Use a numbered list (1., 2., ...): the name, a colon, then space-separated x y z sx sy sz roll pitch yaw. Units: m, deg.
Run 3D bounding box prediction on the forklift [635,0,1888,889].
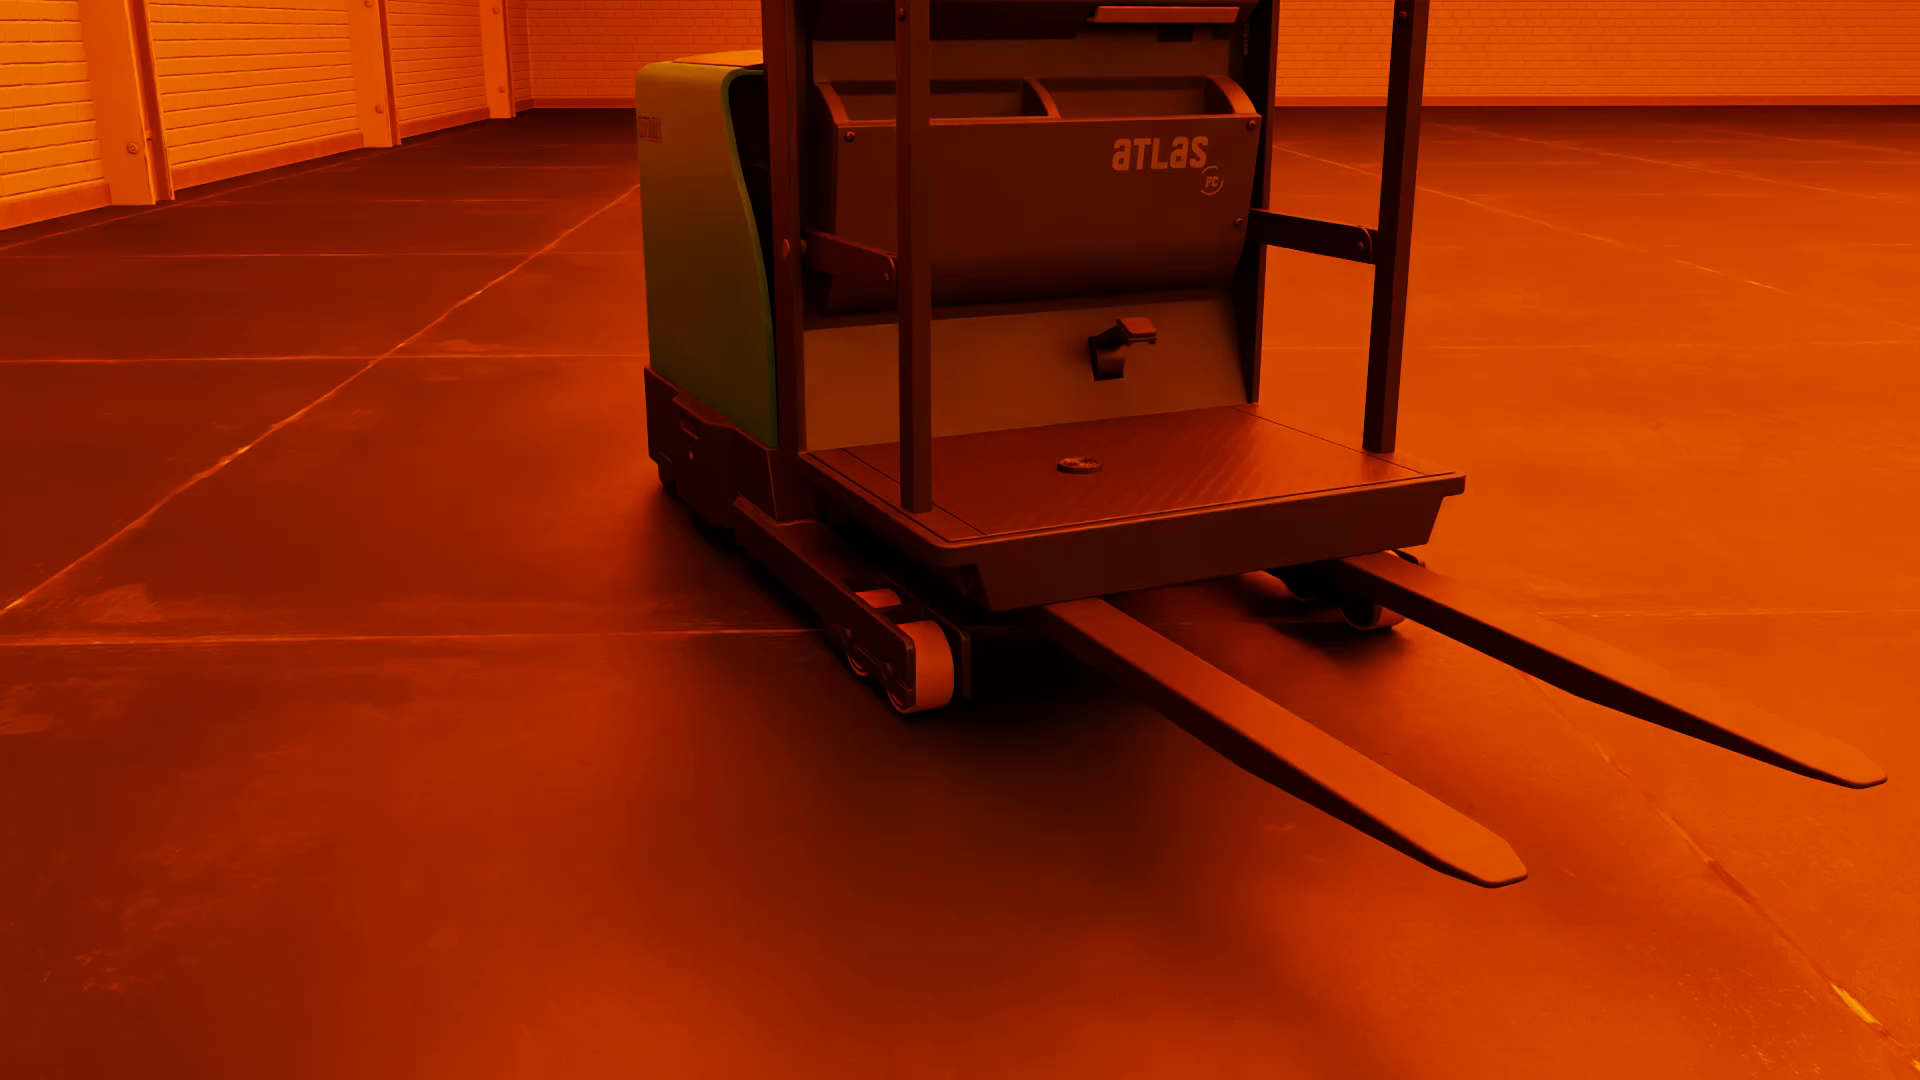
1. forklift: 0.258 -1.240 2.962 1.130 2.935 3.031 -8 19 -24
